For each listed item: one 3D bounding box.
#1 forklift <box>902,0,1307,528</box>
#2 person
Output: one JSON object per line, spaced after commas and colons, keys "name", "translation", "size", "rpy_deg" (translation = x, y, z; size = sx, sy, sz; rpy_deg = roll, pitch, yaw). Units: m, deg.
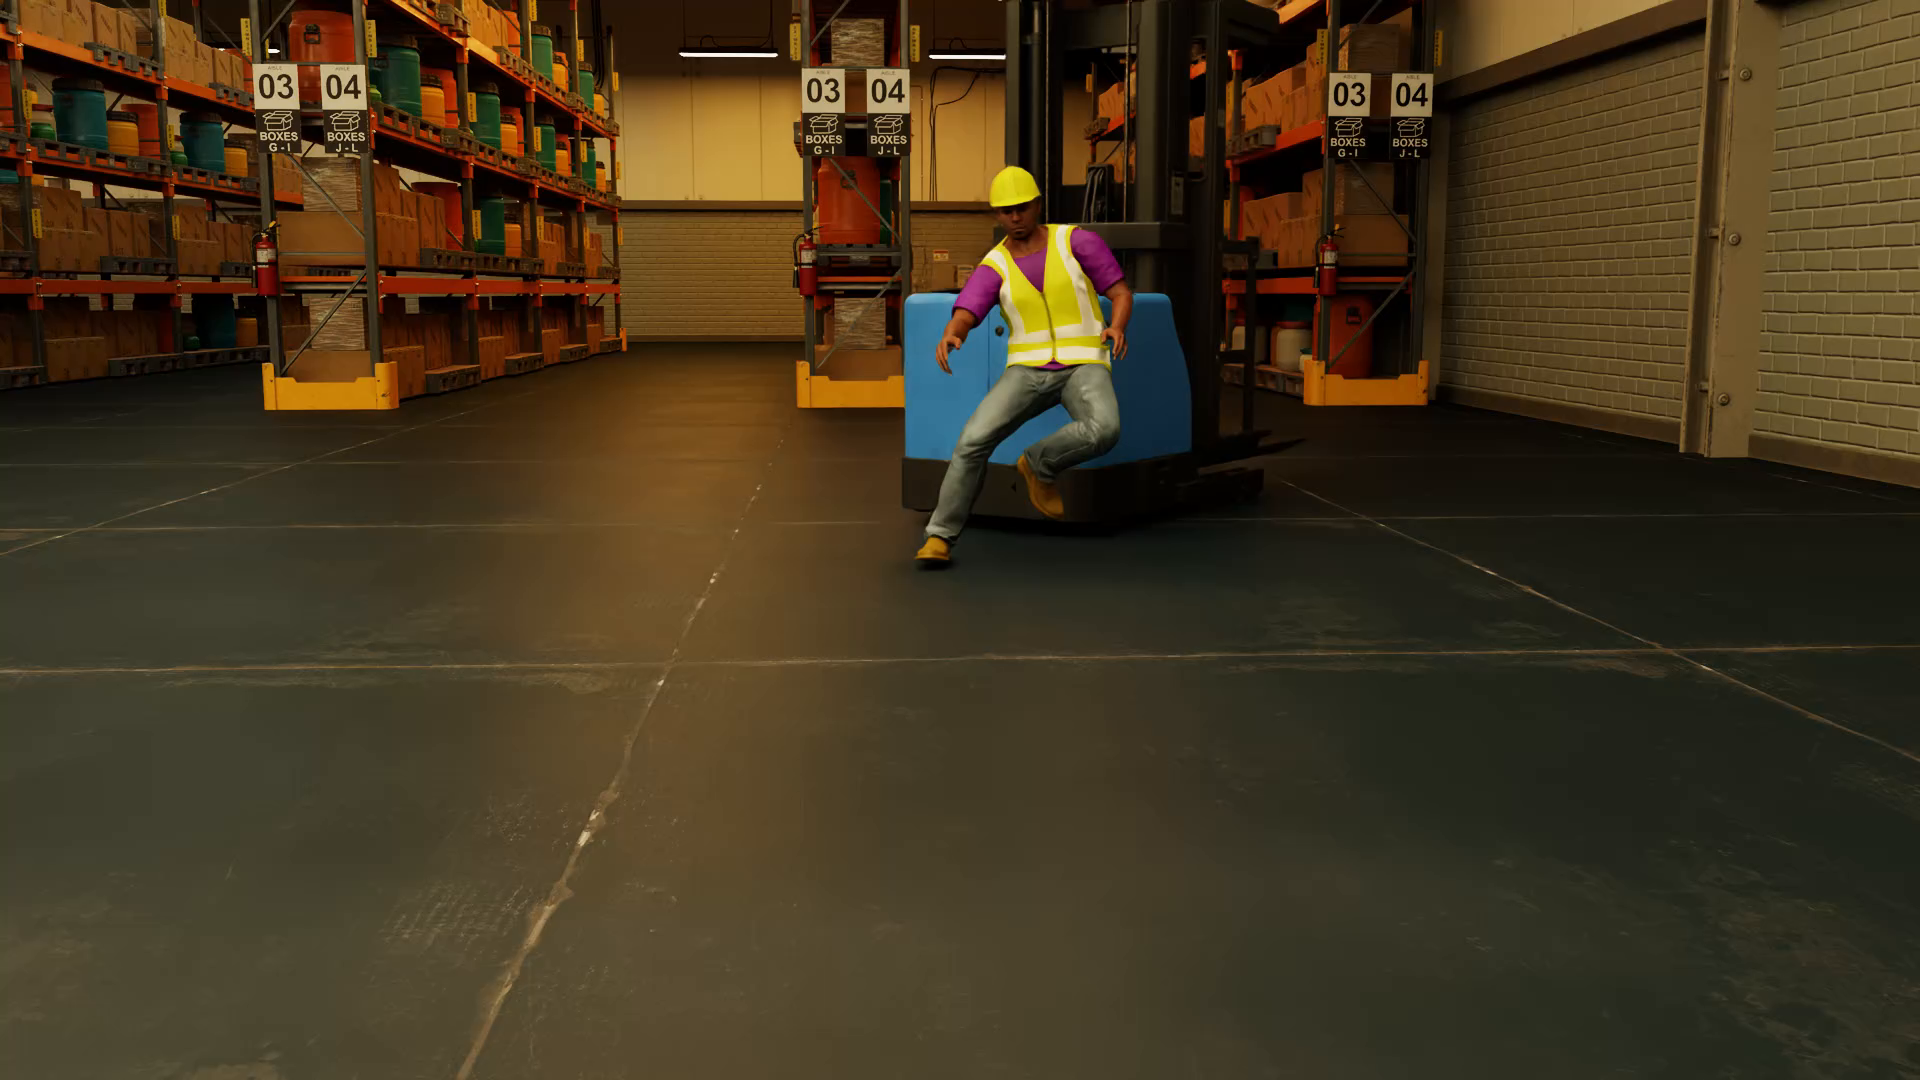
{"name": "forklift", "translation": [0.952, -1.676, 8.616], "size": [1.130, 2.935, 3.031], "rpy_deg": [5, 10, 33]}
{"name": "person", "translation": [0.258, -0.689, 6.598], "size": [0.825, 1.586, 0.794], "rpy_deg": [1, 9, 9]}
